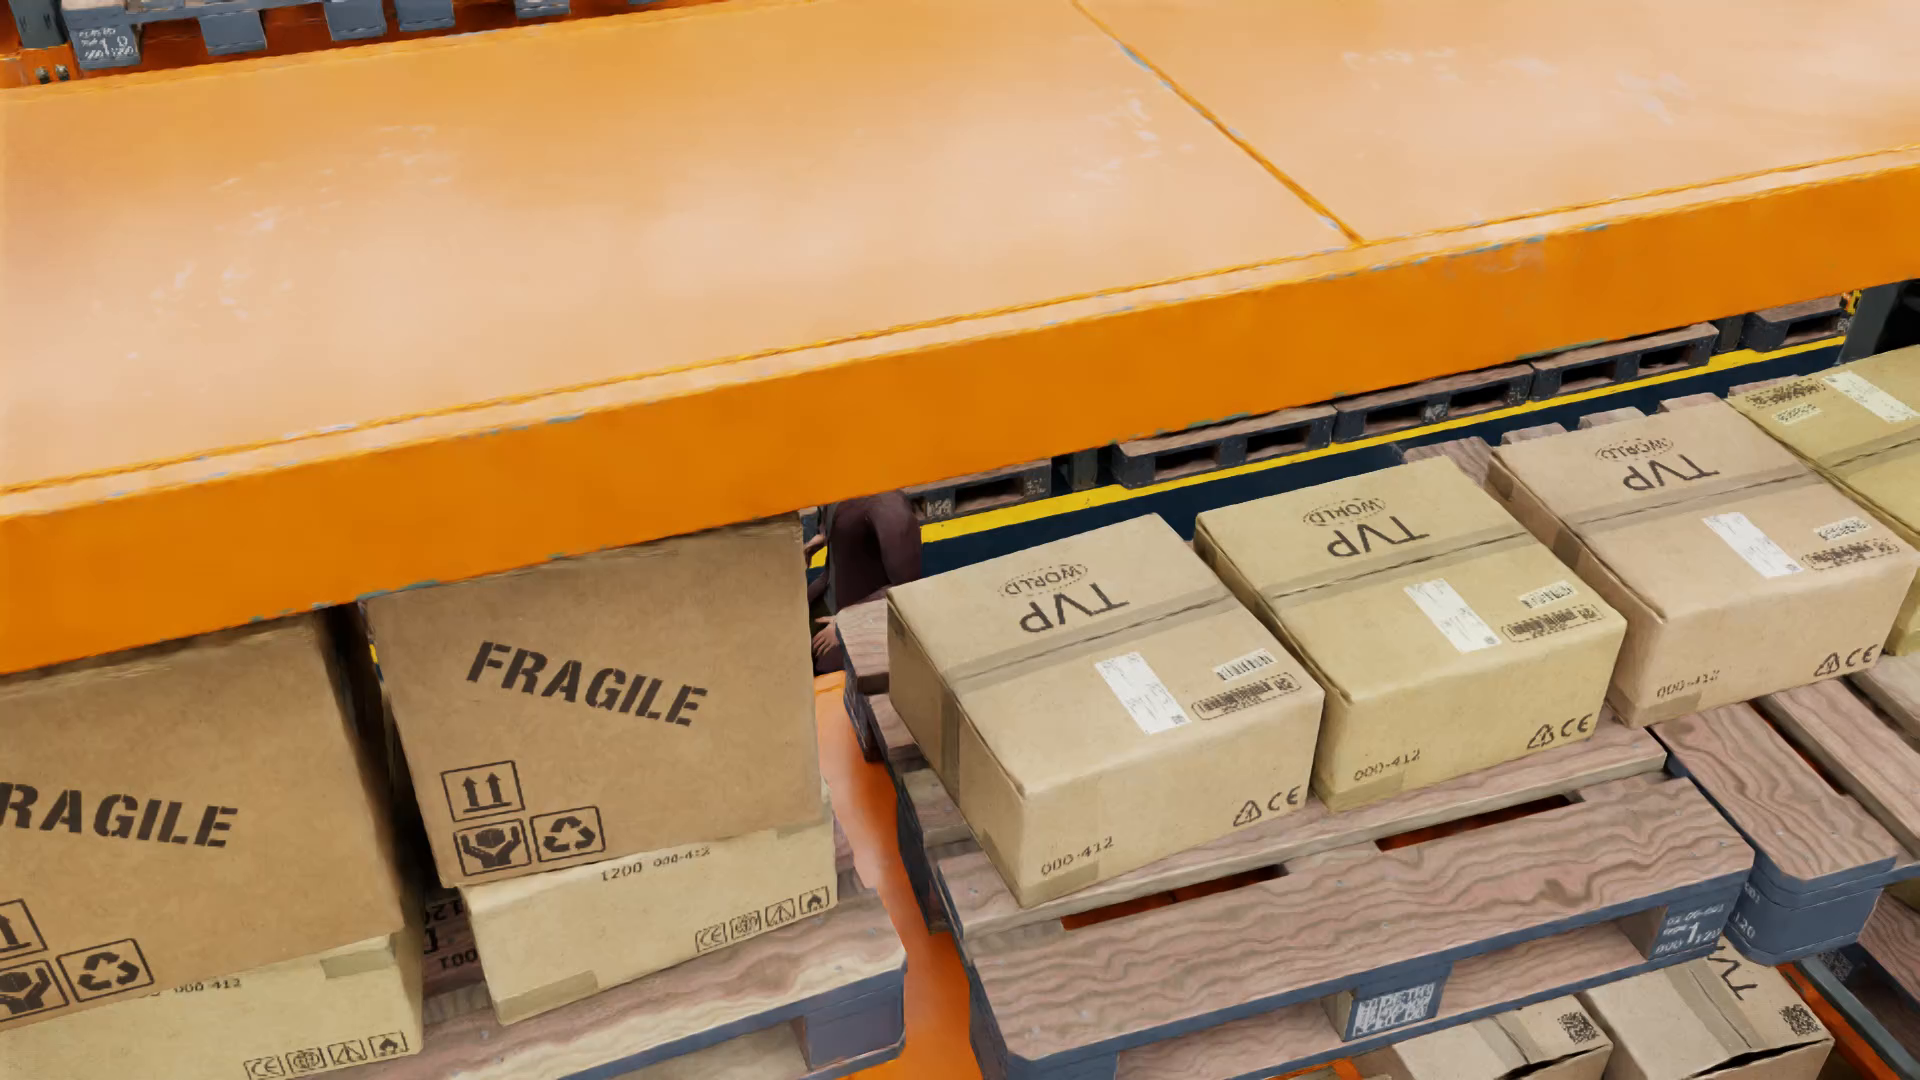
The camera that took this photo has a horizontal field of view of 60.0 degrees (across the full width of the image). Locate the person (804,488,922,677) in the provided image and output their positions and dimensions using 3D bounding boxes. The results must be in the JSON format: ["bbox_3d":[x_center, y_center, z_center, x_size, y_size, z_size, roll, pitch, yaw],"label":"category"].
[{"bbox_3d":[-0.404,0.255,6.353,0.520,1.747,0.787,-15,40,-19],"label":"person"}]
